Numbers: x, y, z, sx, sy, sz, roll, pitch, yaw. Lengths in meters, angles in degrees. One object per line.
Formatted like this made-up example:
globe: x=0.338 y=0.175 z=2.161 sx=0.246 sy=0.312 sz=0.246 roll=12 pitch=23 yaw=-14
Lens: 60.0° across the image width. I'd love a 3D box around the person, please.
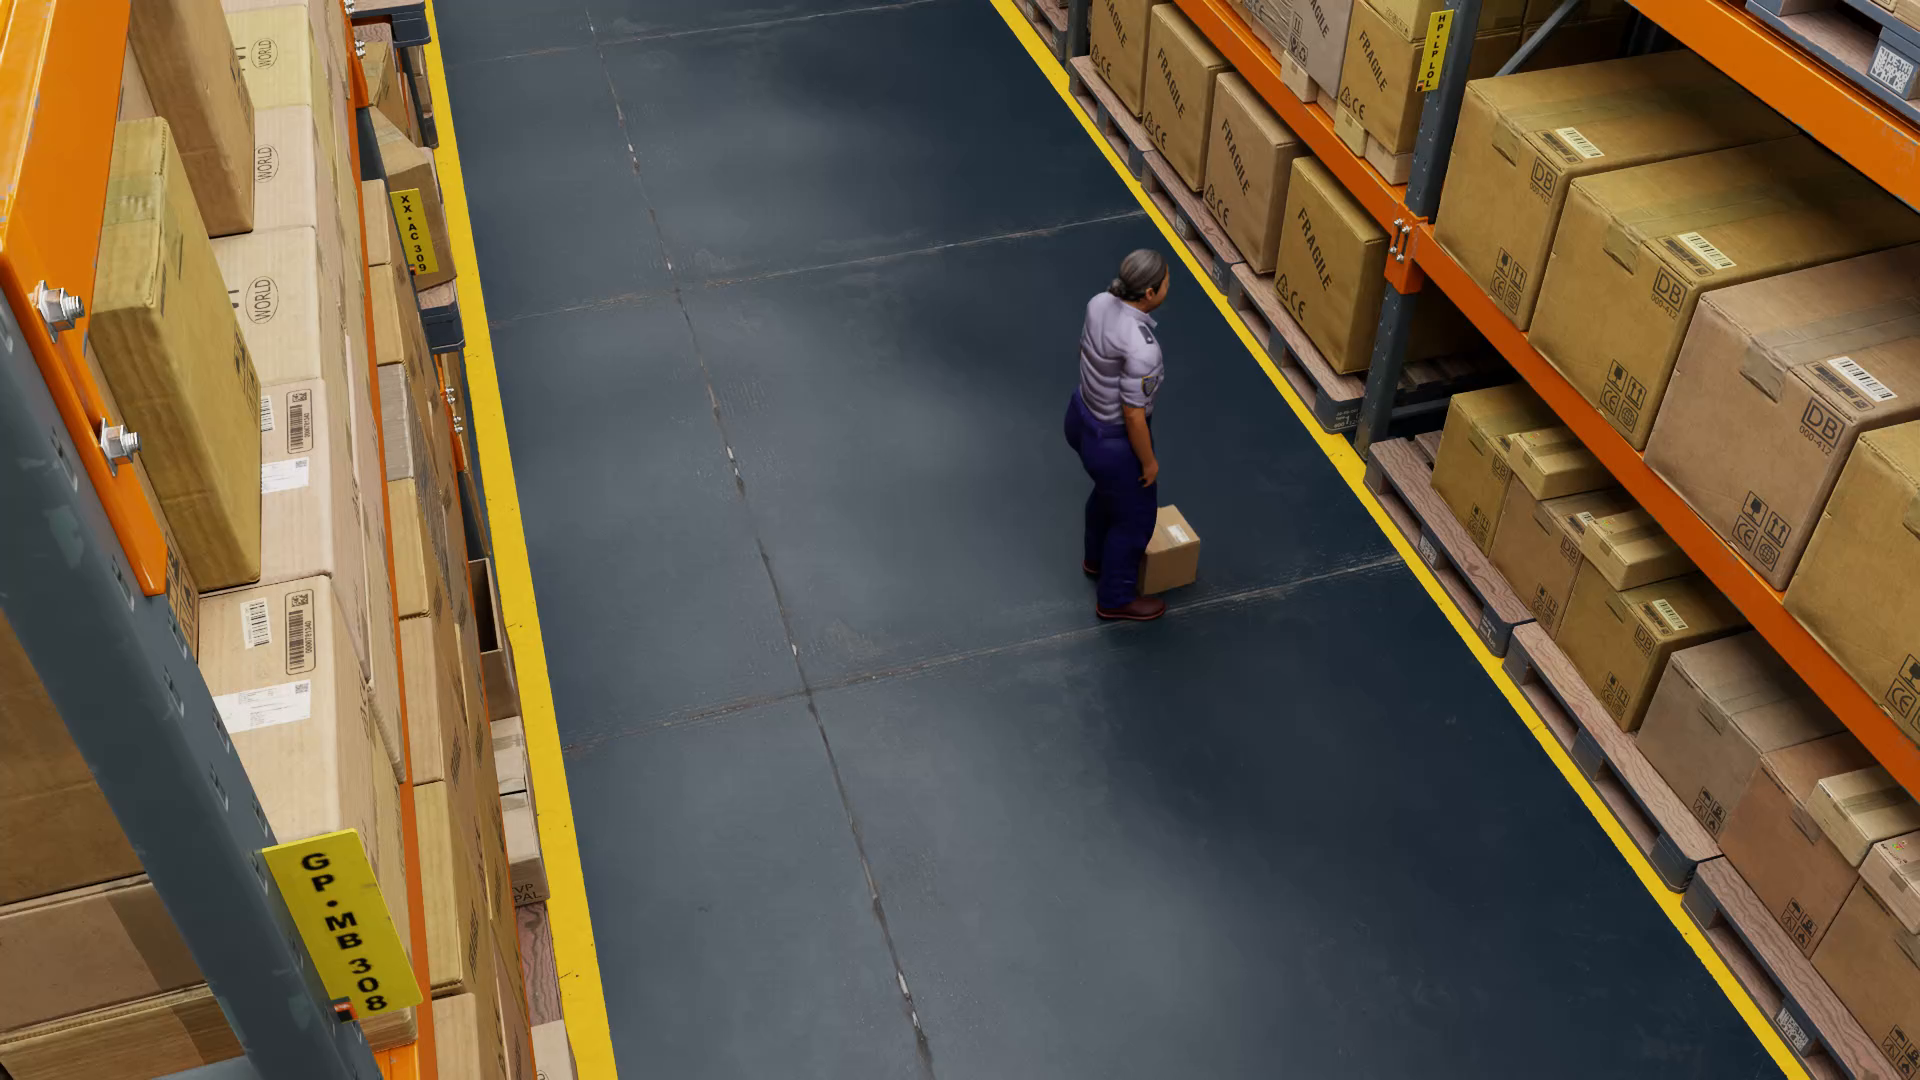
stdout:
person: x=0.655 y=-0.417 z=6.632 sx=0.423 sy=1.636 sz=0.542 roll=-13 pitch=44 yaw=-14
